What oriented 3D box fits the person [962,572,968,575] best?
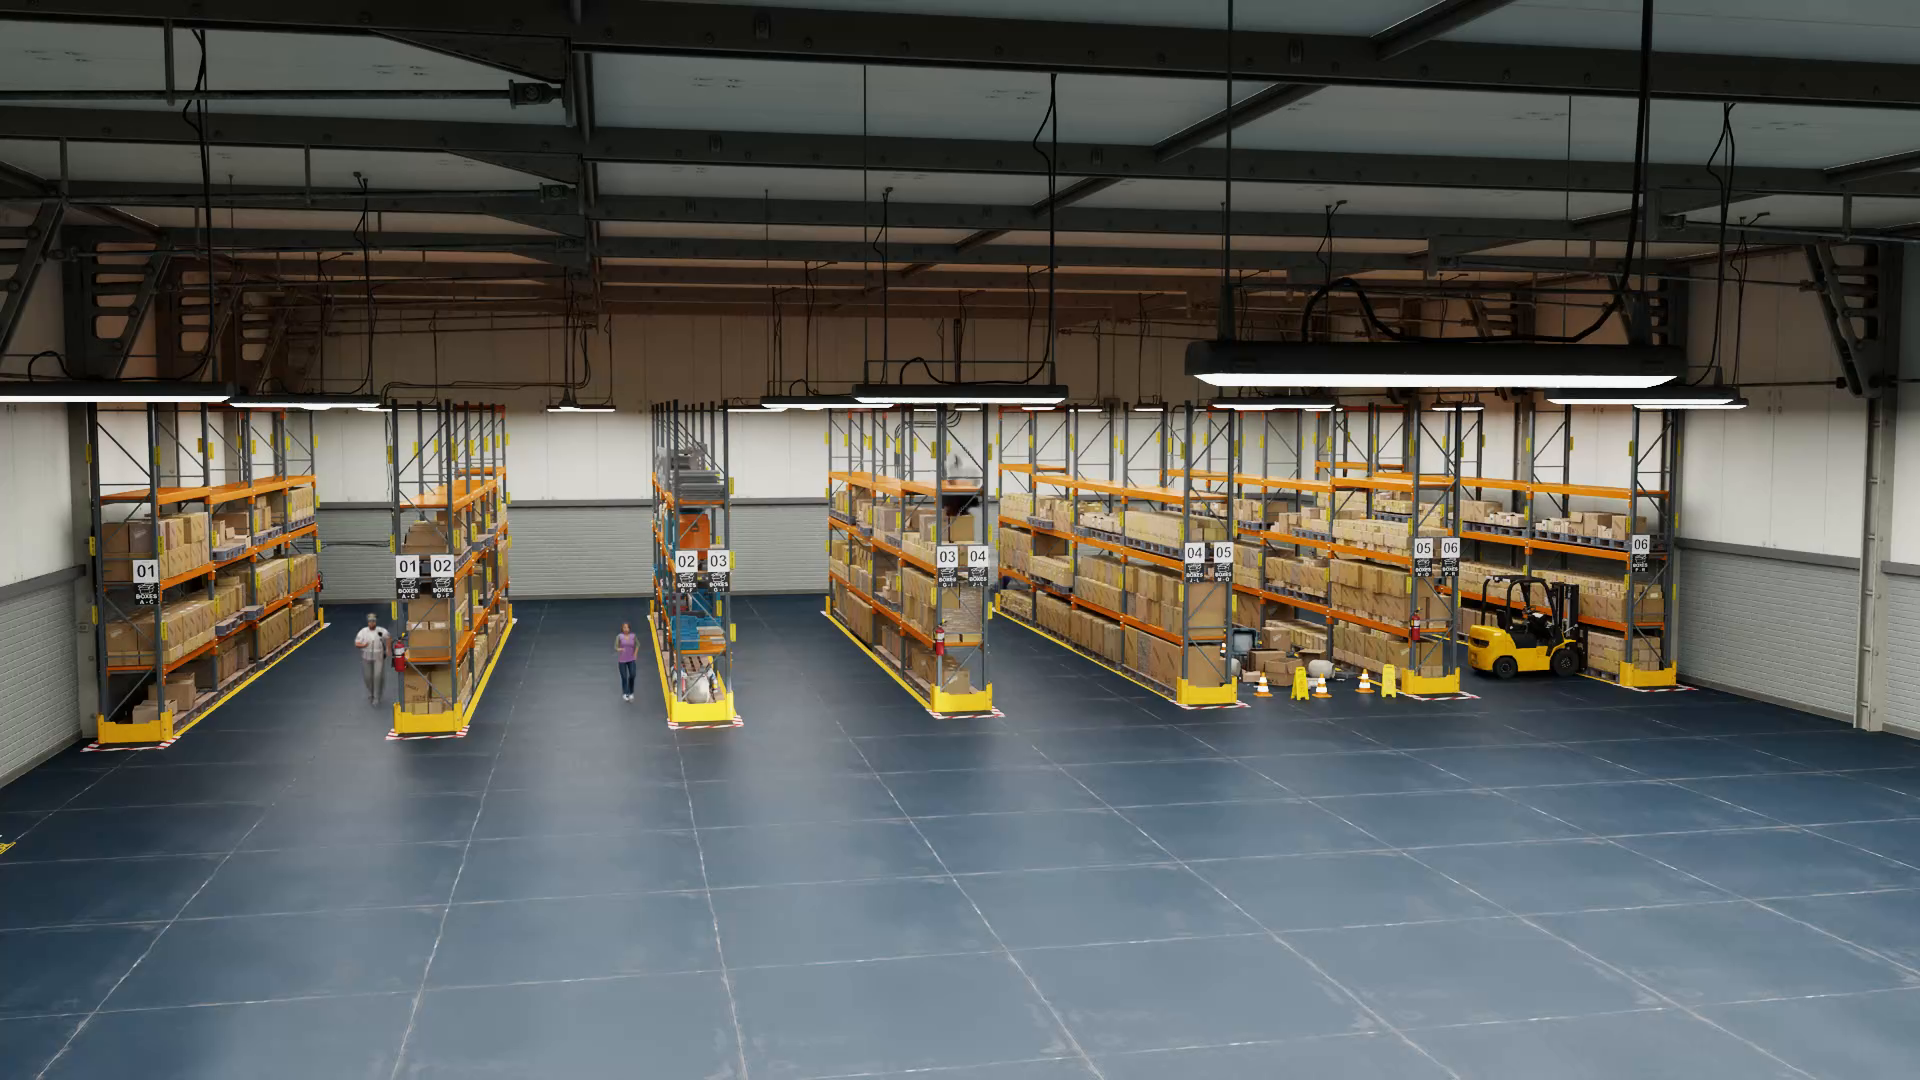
[{"bbox_3d":[0.145,1.343,46.779,0.697,1.723,0.573,-1,4,-7],"label":"person"}]

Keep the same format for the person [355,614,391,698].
[{"bbox_3d":[-11.632,2.285,32.968,0.662,1.678,0.817,-1,4,-14],"label":"person"}]

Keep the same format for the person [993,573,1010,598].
[{"bbox_3d":[1.268,1.168,50.002,0.550,1.575,0.637,0,4,0],"label":"person"}]

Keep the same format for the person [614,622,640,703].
[{"bbox_3d":[-6.609,2.436,33.048,0.517,1.608,0.631,-1,4,-15],"label":"person"}]
